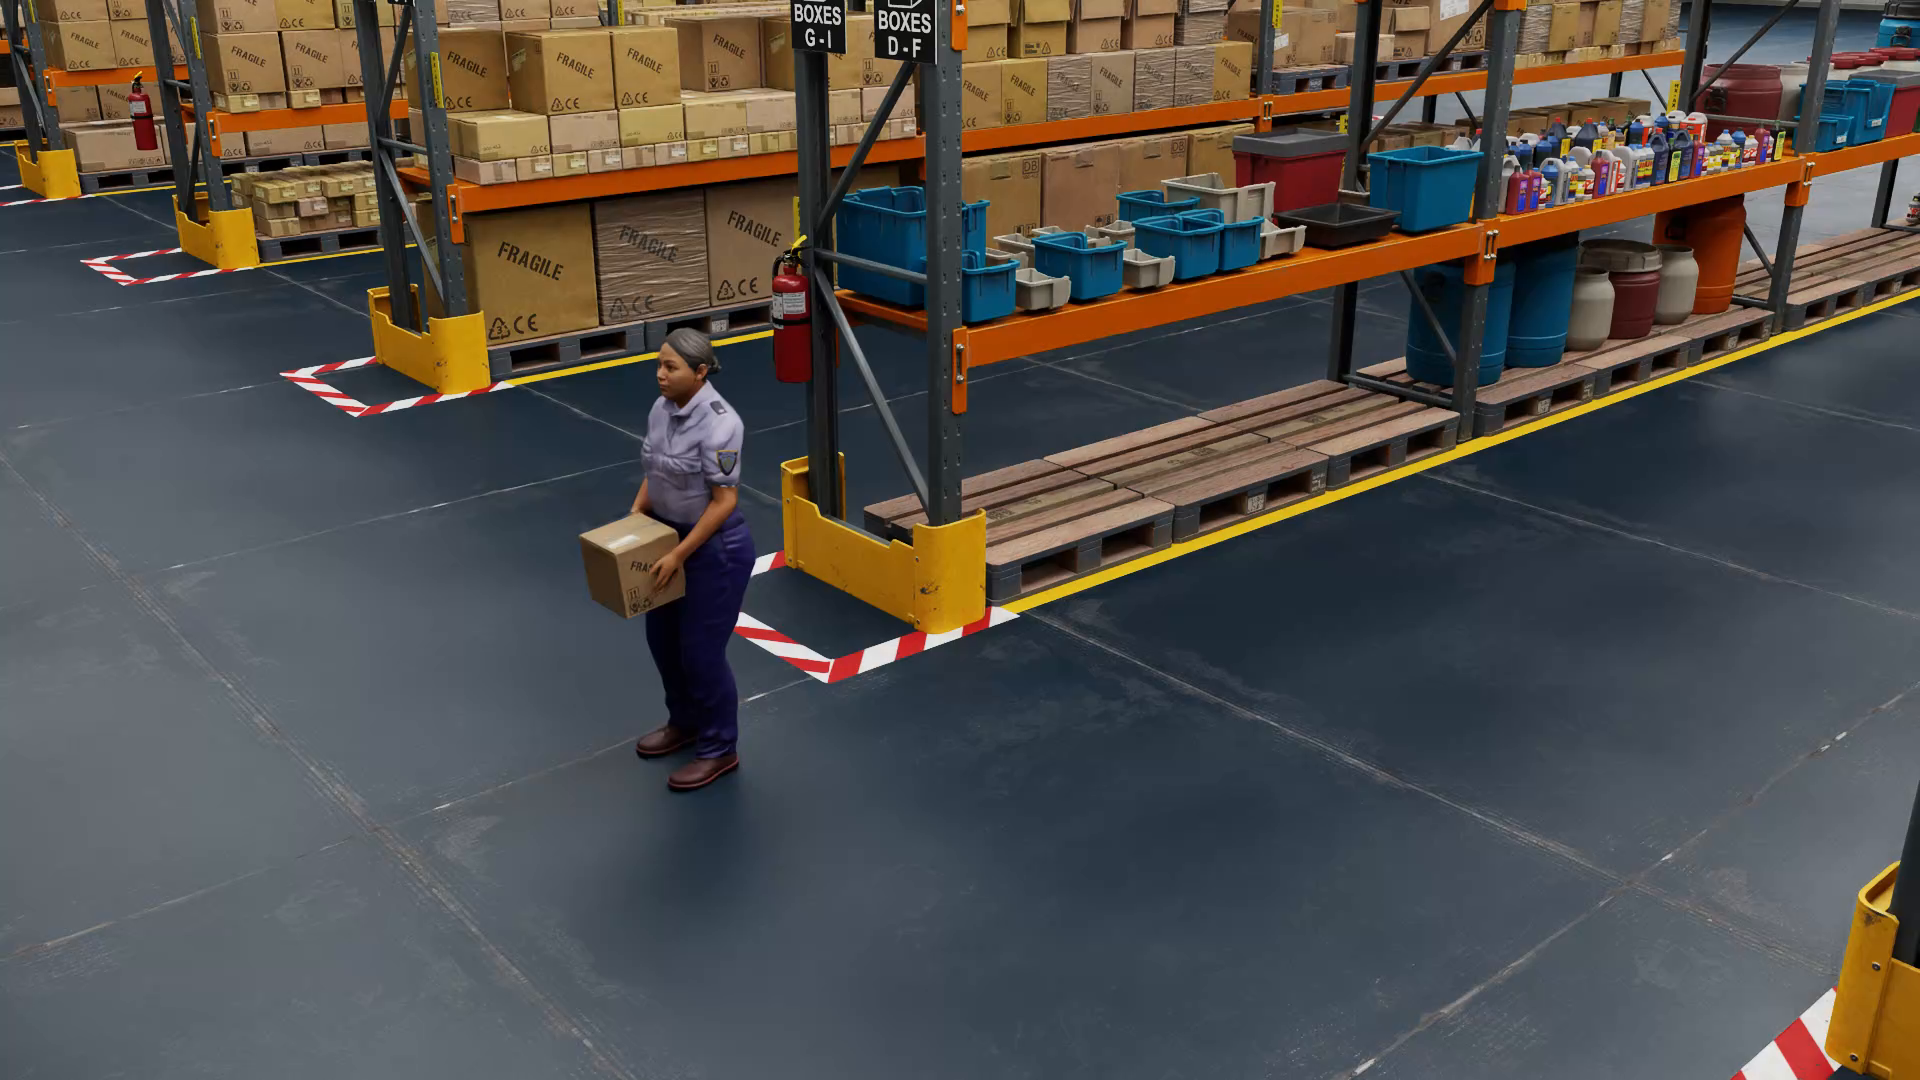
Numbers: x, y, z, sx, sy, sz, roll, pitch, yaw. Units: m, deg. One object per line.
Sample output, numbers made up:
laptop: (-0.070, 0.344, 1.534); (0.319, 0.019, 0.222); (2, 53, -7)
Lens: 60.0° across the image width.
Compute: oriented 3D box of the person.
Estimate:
person: (-0.983, 0.059, 5.934); (0.450, 1.656, 0.498); (-18, 27, -38)
